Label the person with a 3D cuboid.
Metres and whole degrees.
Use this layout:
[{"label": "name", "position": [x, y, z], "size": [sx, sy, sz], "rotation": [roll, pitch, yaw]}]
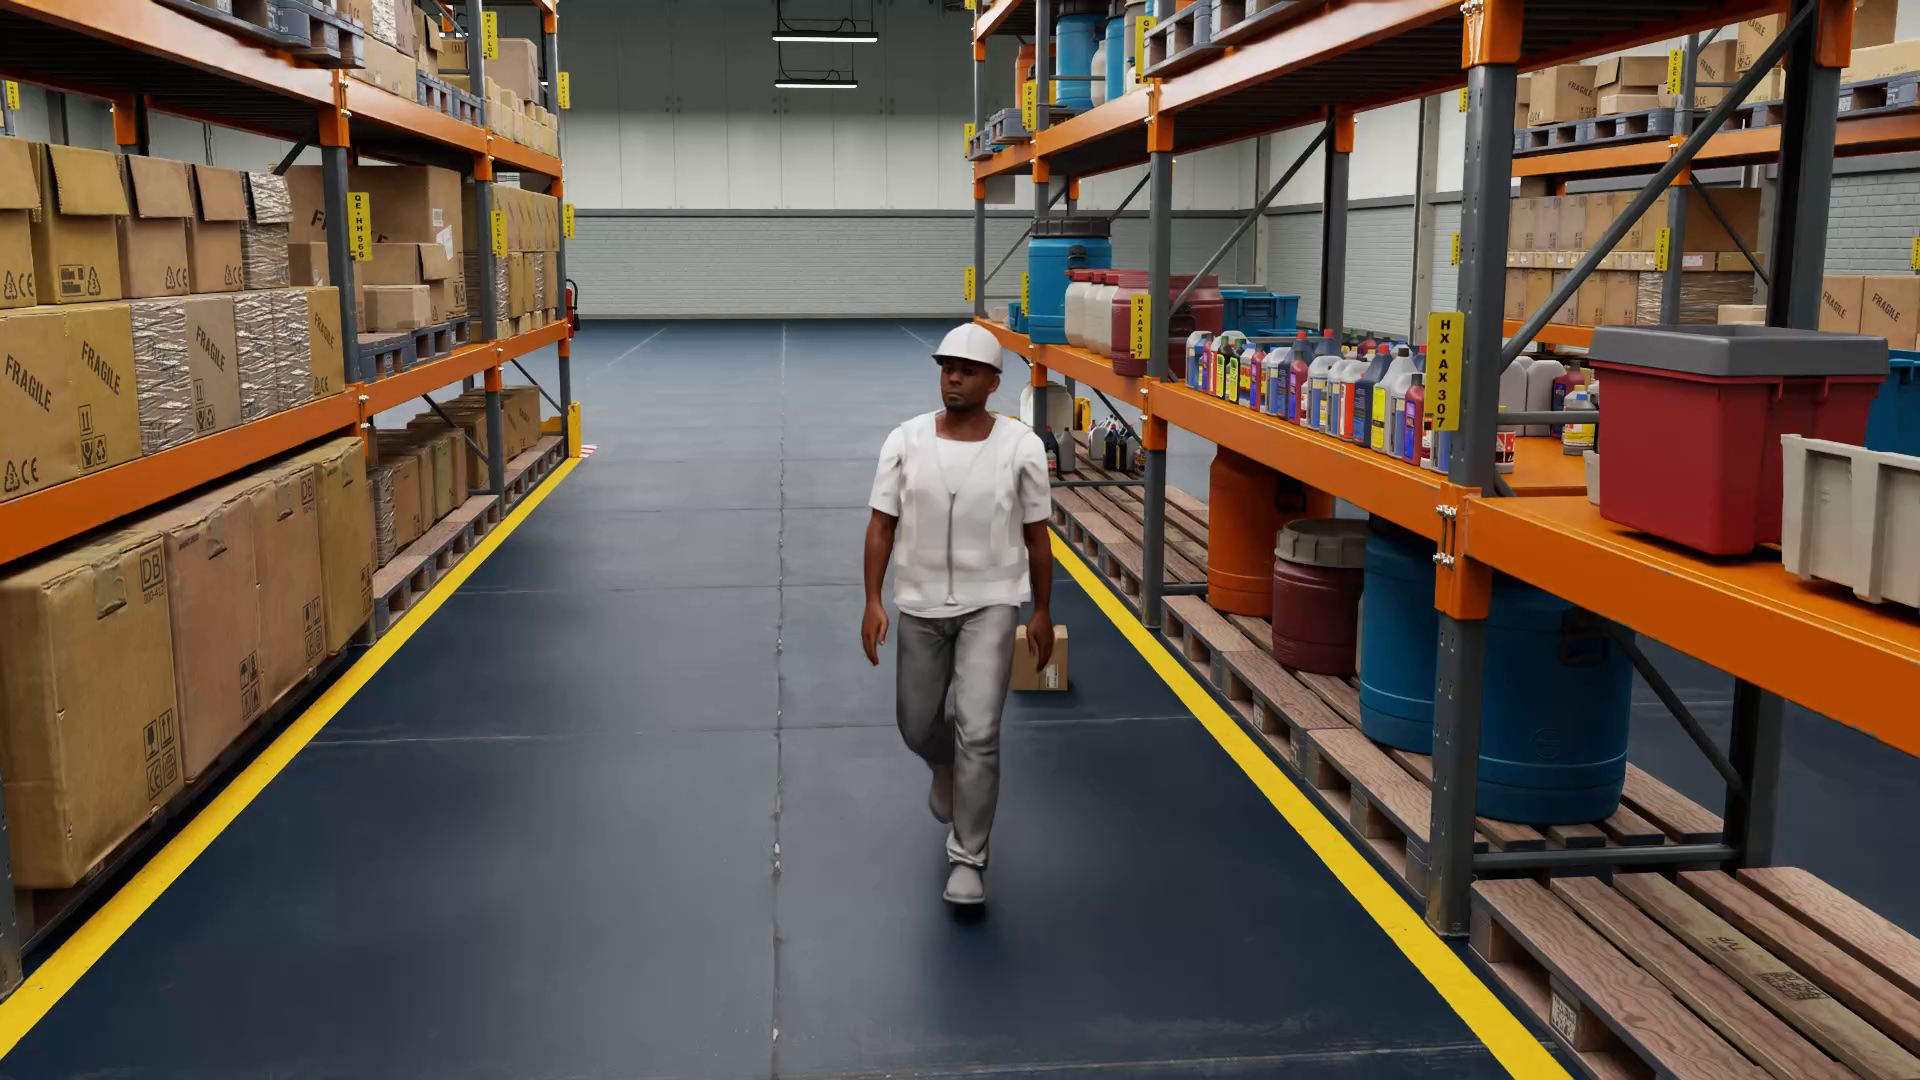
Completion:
[{"label": "person", "position": [-0.006, 0.193, 5.211], "size": [0.592, 1.733, 0.900], "rotation": [2, 10, 11]}]
